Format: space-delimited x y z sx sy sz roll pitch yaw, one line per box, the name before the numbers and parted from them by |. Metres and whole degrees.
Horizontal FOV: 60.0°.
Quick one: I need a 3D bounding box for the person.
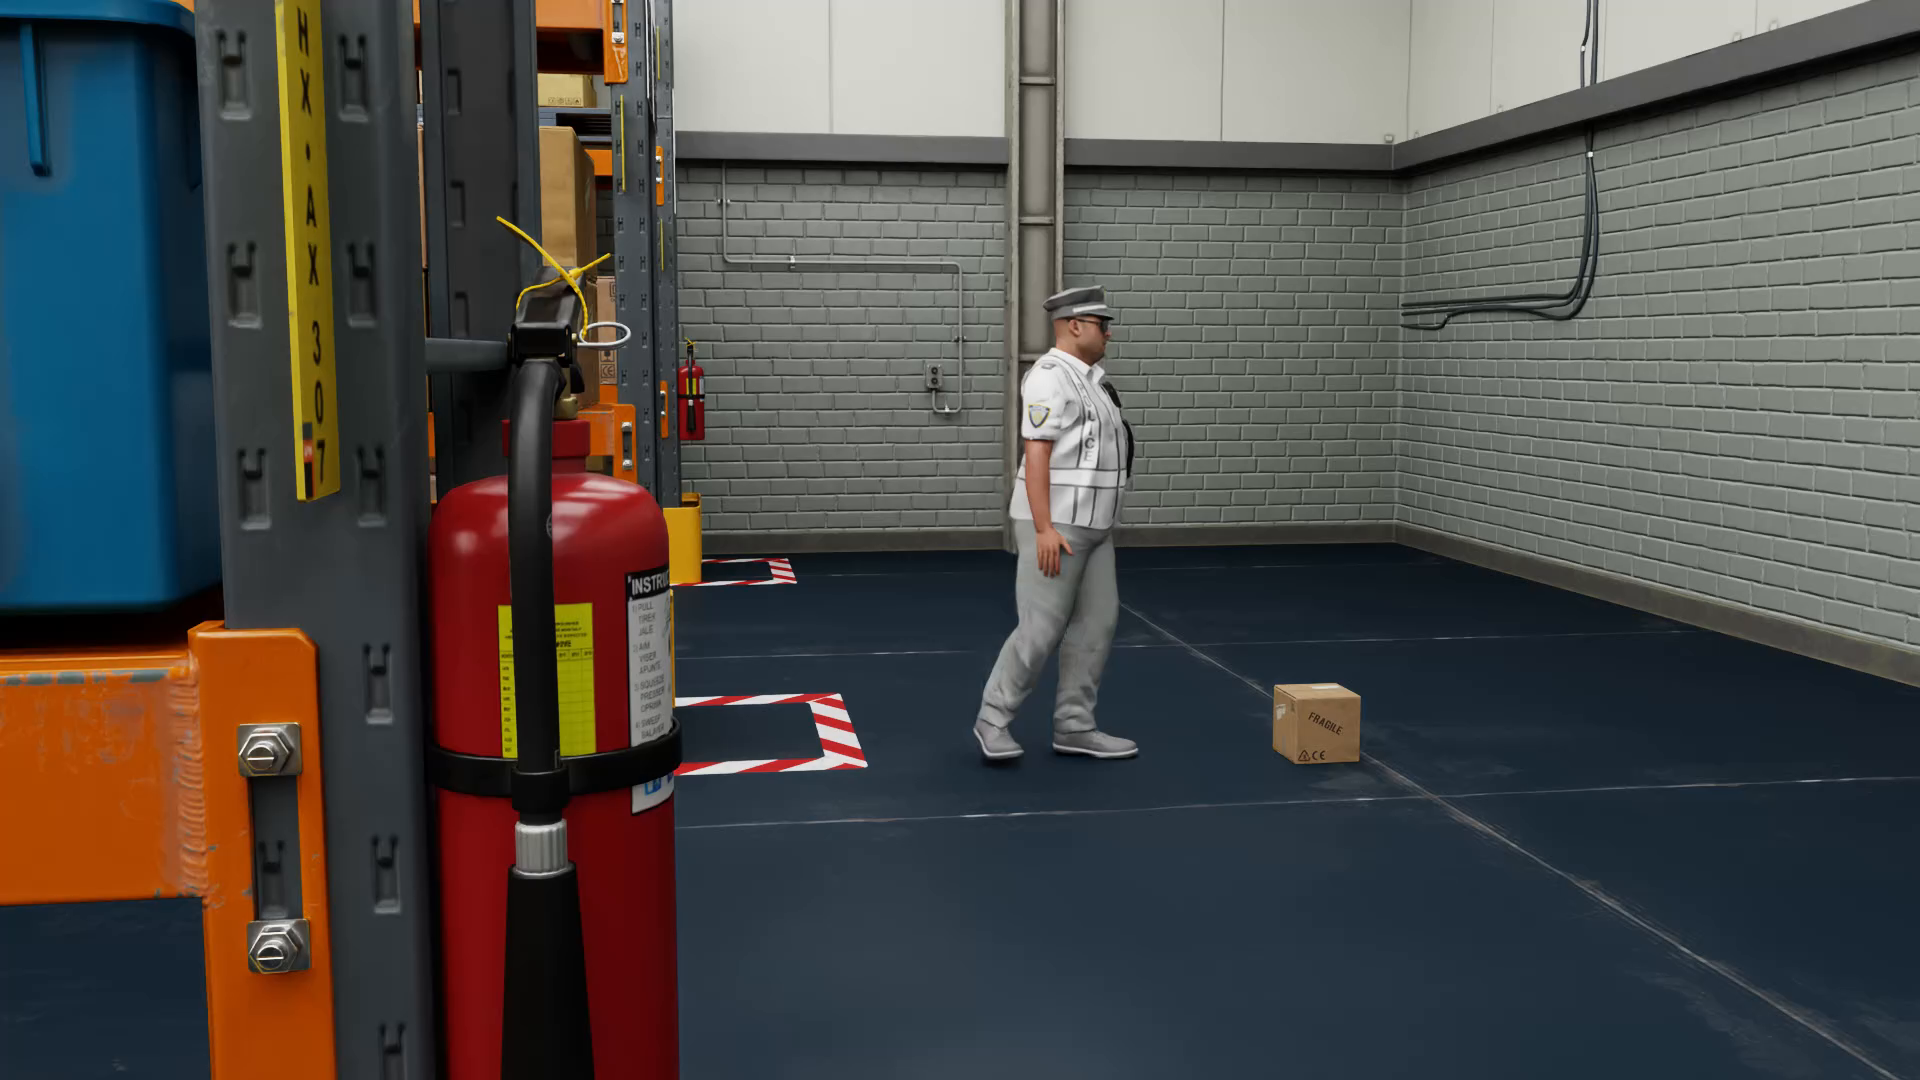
person | 0.355 -0.062 6.171 0.591 1.756 0.565 3 7 27
